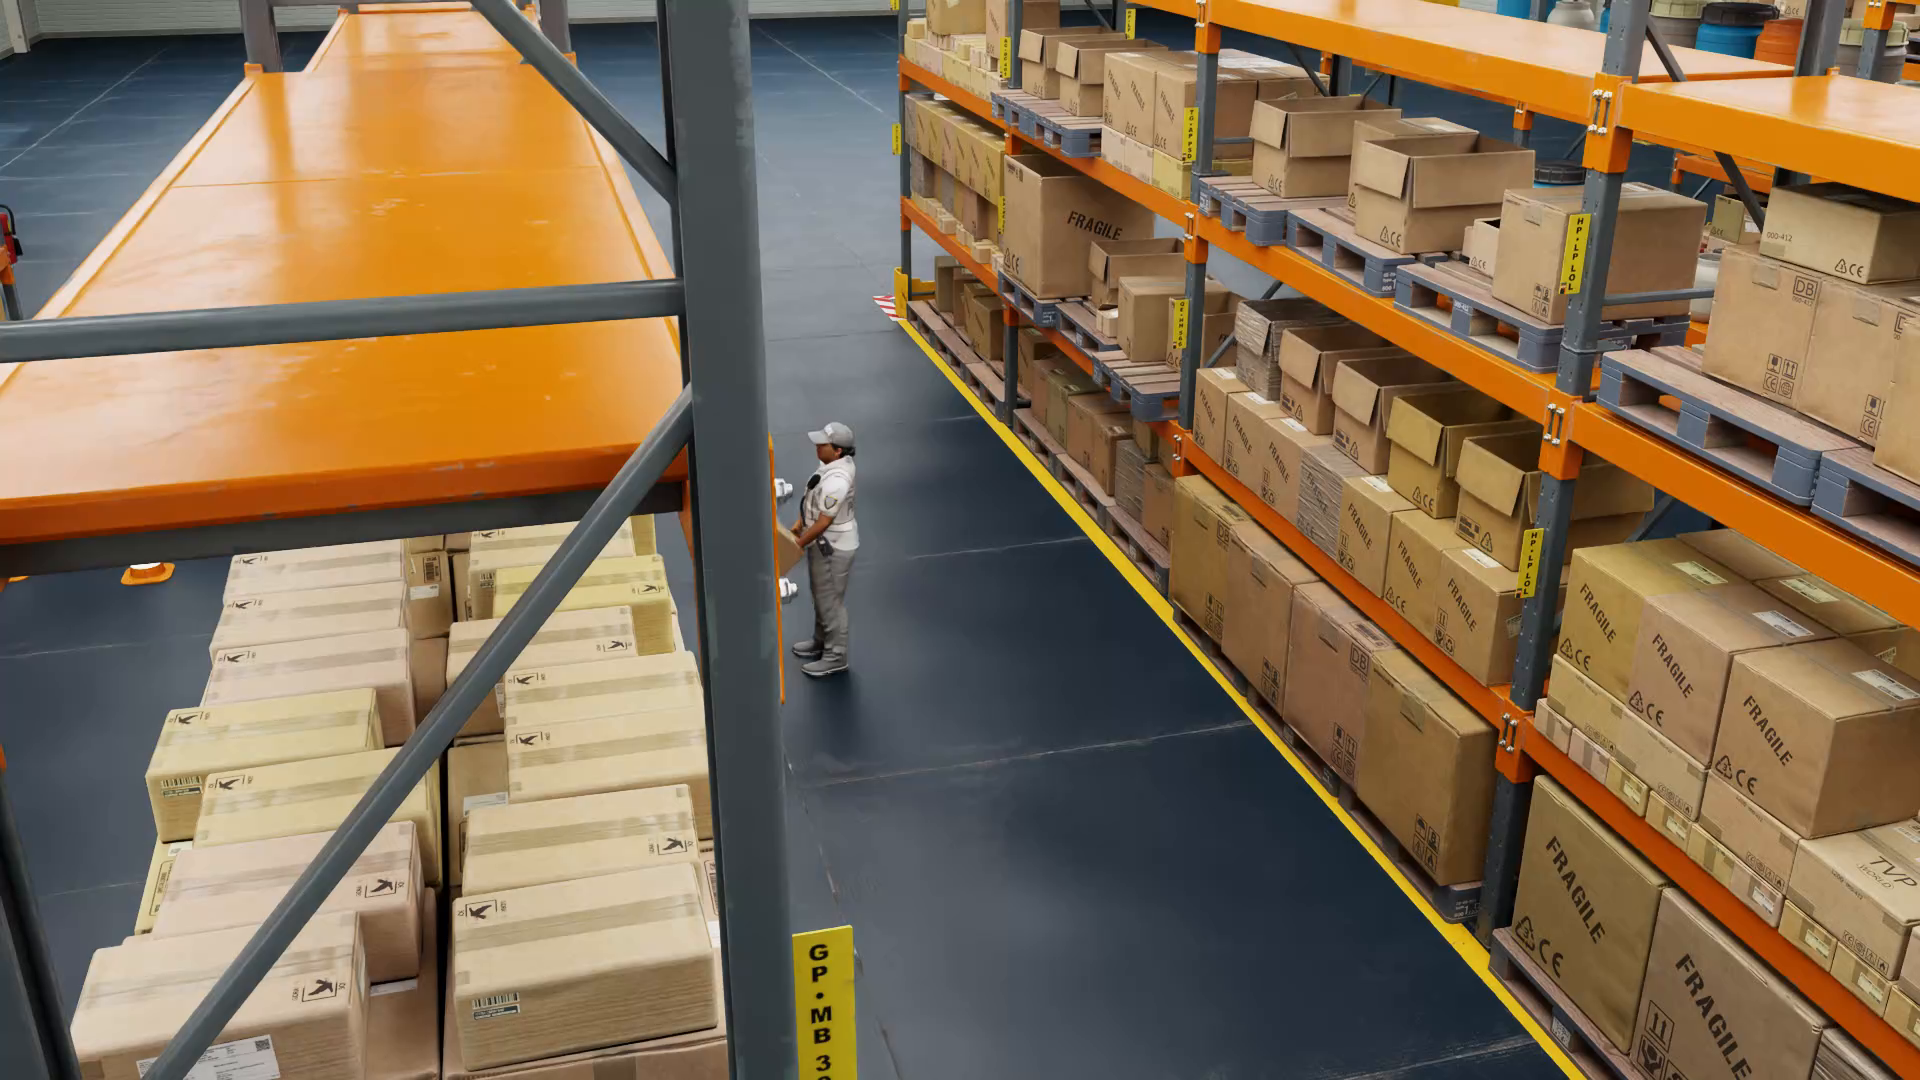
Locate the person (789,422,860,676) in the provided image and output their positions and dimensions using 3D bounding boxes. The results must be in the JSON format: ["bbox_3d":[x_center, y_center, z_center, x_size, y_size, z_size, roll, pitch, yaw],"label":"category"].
[{"bbox_3d":[-0.874,0.042,10.530,0.483,1.671,0.501,-1,23,-2],"label":"person"}]
